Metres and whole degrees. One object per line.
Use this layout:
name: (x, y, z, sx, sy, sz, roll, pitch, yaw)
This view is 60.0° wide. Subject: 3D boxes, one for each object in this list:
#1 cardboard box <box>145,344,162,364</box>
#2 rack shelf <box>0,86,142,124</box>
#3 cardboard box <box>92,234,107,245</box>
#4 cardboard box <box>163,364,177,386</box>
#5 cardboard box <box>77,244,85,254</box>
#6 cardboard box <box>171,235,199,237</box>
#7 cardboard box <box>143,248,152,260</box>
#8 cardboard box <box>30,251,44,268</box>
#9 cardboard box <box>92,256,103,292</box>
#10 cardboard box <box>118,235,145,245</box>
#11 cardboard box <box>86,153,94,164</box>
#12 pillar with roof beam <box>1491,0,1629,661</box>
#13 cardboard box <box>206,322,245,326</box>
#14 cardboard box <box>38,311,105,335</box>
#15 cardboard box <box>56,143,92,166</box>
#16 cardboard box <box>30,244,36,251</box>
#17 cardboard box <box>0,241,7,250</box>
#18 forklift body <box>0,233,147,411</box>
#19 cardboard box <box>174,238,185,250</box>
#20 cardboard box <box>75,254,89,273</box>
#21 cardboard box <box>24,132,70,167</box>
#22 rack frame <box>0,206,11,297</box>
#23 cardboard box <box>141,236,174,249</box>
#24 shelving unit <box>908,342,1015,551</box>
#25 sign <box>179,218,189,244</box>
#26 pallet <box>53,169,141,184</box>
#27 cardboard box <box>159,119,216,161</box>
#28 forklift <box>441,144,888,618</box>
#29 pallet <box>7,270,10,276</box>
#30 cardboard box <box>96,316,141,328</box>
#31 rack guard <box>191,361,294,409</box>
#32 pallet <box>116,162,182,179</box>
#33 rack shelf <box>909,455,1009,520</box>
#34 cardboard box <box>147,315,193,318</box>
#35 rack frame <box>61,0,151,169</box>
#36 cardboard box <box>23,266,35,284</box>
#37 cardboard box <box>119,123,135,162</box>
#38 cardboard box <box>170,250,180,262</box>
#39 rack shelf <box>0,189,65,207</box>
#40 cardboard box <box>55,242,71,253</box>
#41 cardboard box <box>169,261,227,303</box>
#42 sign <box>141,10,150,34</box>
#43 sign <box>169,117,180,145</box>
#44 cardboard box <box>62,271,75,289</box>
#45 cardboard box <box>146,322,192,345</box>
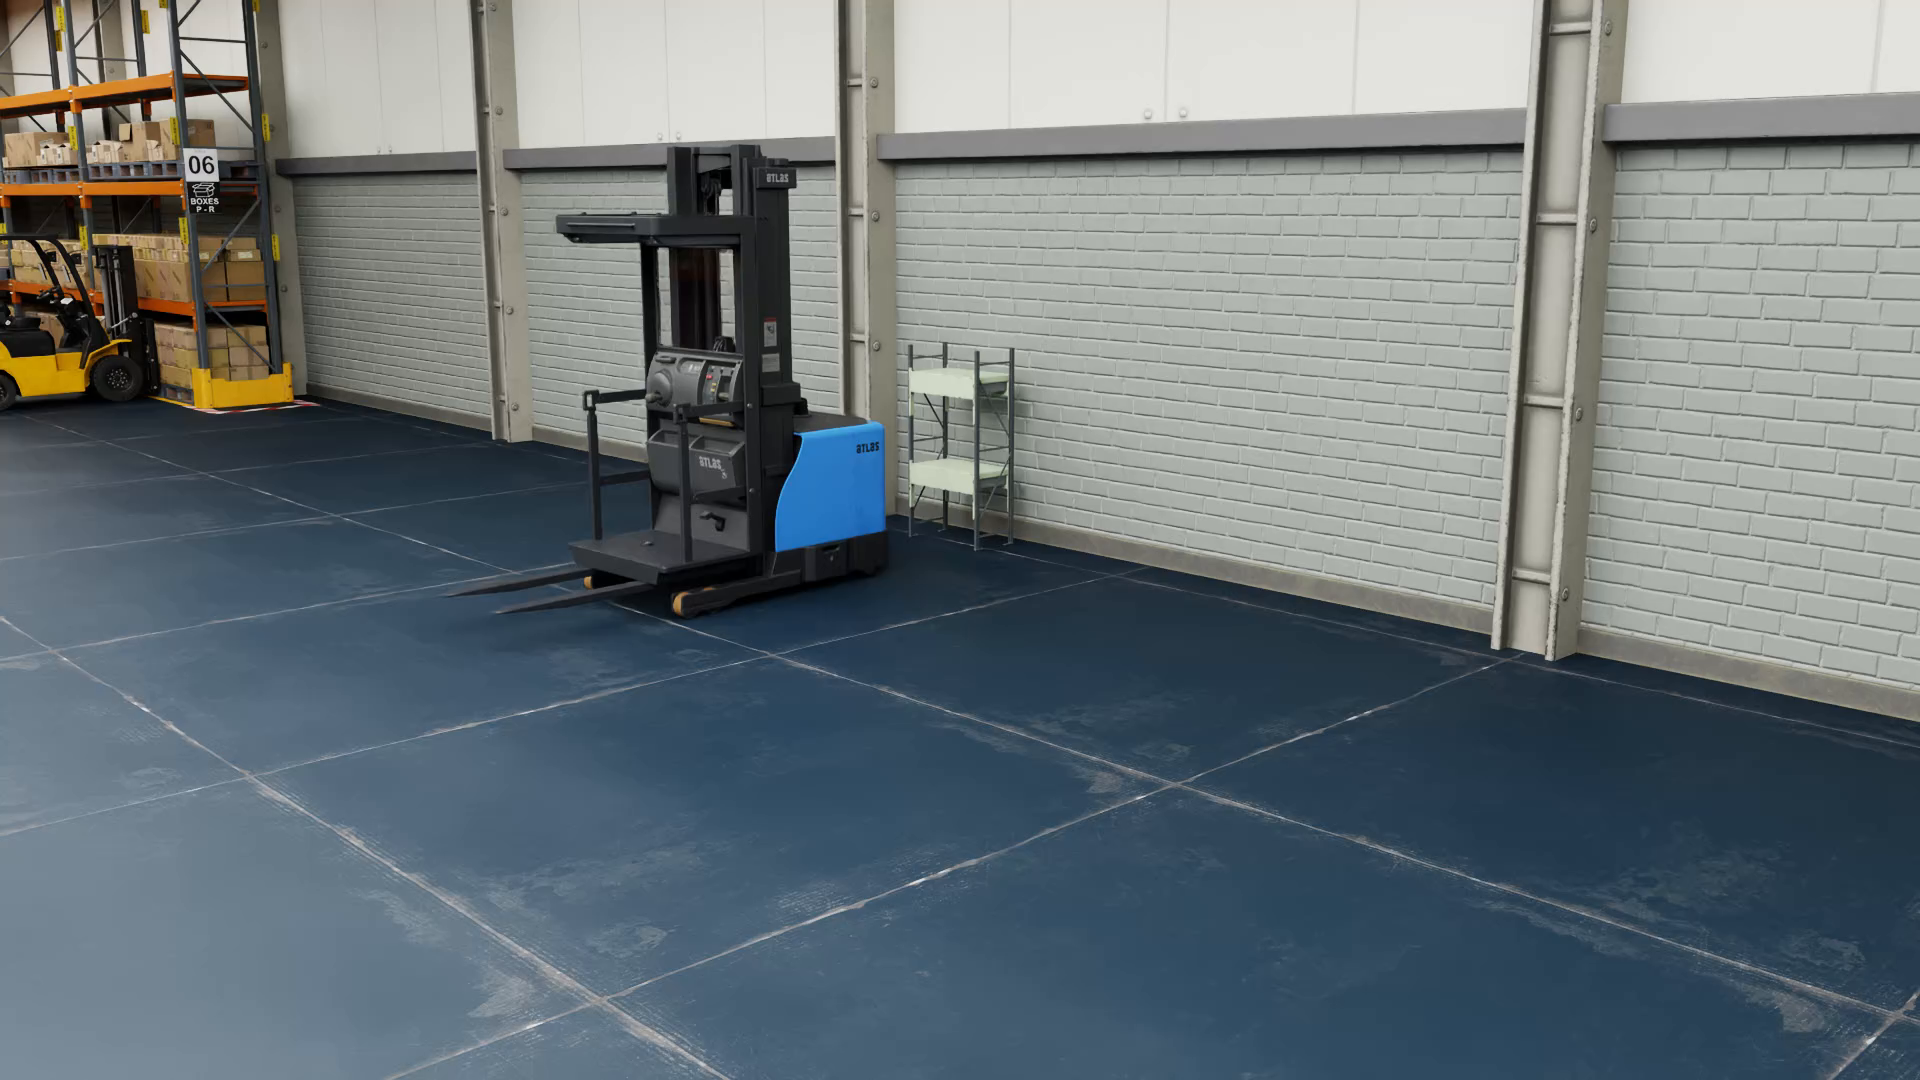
cardboard box: (-10.495, -2.503, 22.160, 0.500, 0.250, 0.500, -11, 16, -44)
rack shelf: (-13.366, -6.490, 24.886, 1.077, 0.370, 4.000, -11, 16, -43)
cardboard box: (-11.979, -4.233, 23.429, 0.380, 0.149, 0.250, -10, 16, -41)
cardboard box: (-10.112, -2.182, 21.841, 0.500, 0.250, 0.500, -11, 16, -43)
cardboard box: (-12.573, -4.229, 24.148, 0.380, 0.149, 0.250, -11, 16, -43)
cardboard box: (-10.532, -4.083, 22.704, 0.380, 0.149, 0.250, -10, 15, -41)
cardboard box: (-10.568, -3.786, 22.001, 0.380, 0.149, 0.250, -11, 16, -42)
cardboard box: (-13.924, -4.312, 25.541, 0.500, 0.250, 0.500, 11, 16, 44)
cardboard box: (-11.867, -3.756, 23.460, 0.500, 0.500, 0.500, 11, 16, 44)
cardboard box: (-11.248, -4.085, 22.713, 0.380, 0.149, 0.250, -11, 16, -43)
cardboard box: (-11.895, -5.301, 23.108, 0.380, 0.149, 0.250, -10, 16, -41)
pillar with roof beam: (0.266, -3.163, 5.963, 9.100, 9.000, 0.400, -11, 16, -43)
cardboard box: (-9.765, -2.742, 22.082, 0.500, 0.250, 0.500, -11, 16, -42)
cardboard box: (-13.869, -3.247, 26.083, 0.875, 0.625, 0.625, -10, 15, -41)
cardboard box: (-12.661, -5.560, 23.963, 0.500, 0.311, 0.500, 11, 16, 43)
cardboard box: (-14.169, -4.562, 25.765, 0.380, 0.149, 0.250, -11, 16, -42)
cardboard box: (-16.008, -4.861, 27.773, 0.637, 0.503, 0.797, 11, 16, 44)
forklift body: (-11.851, -2.831, 21.323, 2.313, 2.155, 1.214, -11, 16, -43)
cardboard box: (-9.815, -3.791, 21.287, 0.380, 0.149, 0.250, -11, 16, -42)
cardboard box: (-12.509, -4.015, 24.101, 0.500, 0.250, 0.500, -11, 16, -44)
cardboard box: (-13.720, -5.876, 25.031, 0.500, 0.500, 0.500, -10, 16, -41)
rack frame: (-17.509, -4.976, 29.628, 1.000, 3.000, 0.127, -11, 16, -43)
cardboard box: (-10.576, -3.932, 21.970, 0.380, 0.149, 0.250, -10, 16, -41)
shelving unit: (0.005, -0.734, 12.755, 0.431, 1.500, 0.755, -11, 16, -43)
sign: (-9.624, -3.834, 20.630, 0.100, 0.325, 0.005, -11, 16, -43)
pallet: (-12.603, -5.310, 24.294, 1.217, 0.209, 0.805, 11, 16, 43)
cardboard box: (-9.704, -5.028, 20.911, 0.500, 0.500, 0.500, -10, 15, -41)
forklift: (-1.892, -1.057, 10.779, 1.130, 2.935, 3.031, 11, 16, 43)
pallet: (-16.093, -4.581, 28.189, 1.003, 0.211, 1.213, -11, 16, -43)
cardboard box: (-11.878, -3.042, 23.541, 0.500, 0.250, 0.500, -11, 16, -43)
rack guard: (-9.206, -1.996, 21.363, 1.175, 0.500, 0.348, -11, 16, -43)
pallet: (-10.539, -4.935, 22.217, 1.003, 0.211, 1.213, -11, 16, -43)
rack shelf: (0.005, -0.414, 12.821, 0.431, 0.370, 0.720, -11, 16, -43)
cardboard box: (-11.144, -3.040, 23.529, 0.500, 0.250, 0.500, -11, 16, -43)
rack frame: (-11.985, -6.746, 23.356, 1.000, 3.000, 0.127, -11, 16, -43)
cardboard box: (-14.274, -4.145, 25.971, 0.500, 0.250, 0.500, -11, 16, -44)
cardboard box: (-10.716, -5.283, 22.144, 0.797, 0.503, 0.637, -10, 15, -41)
cardboard box: (-9.862, -3.636, 21.269, 0.380, 0.149, 0.250, -11, 16, -42)
rack shelf: (-16.128, -5.801, 27.981, 1.077, 0.370, 4.000, -11, 16, -43)
cardboard box: (-13.285, -4.376, 24.863, 0.380, 0.149, 0.250, -11, 16, -42)
cardboard box: (-9.752, -3.308, 21.289, 0.500, 0.500, 0.500, -11, 16, -44)
sign: (-11.566, -7.355, 23.604, 0.100, 0.325, 0.005, -11, 16, -43)
sign: (-9.624, -5.015, 20.387, 0.100, 0.325, 0.005, -11, 16, -43)
cardboard box: (-12.873, -3.844, 24.509, 0.500, 0.250, 0.500, -11, 16, -43)
cardboard box: (-10.479, -2.743, 22.086, 0.500, 0.250, 0.500, -11, 16, -42)
